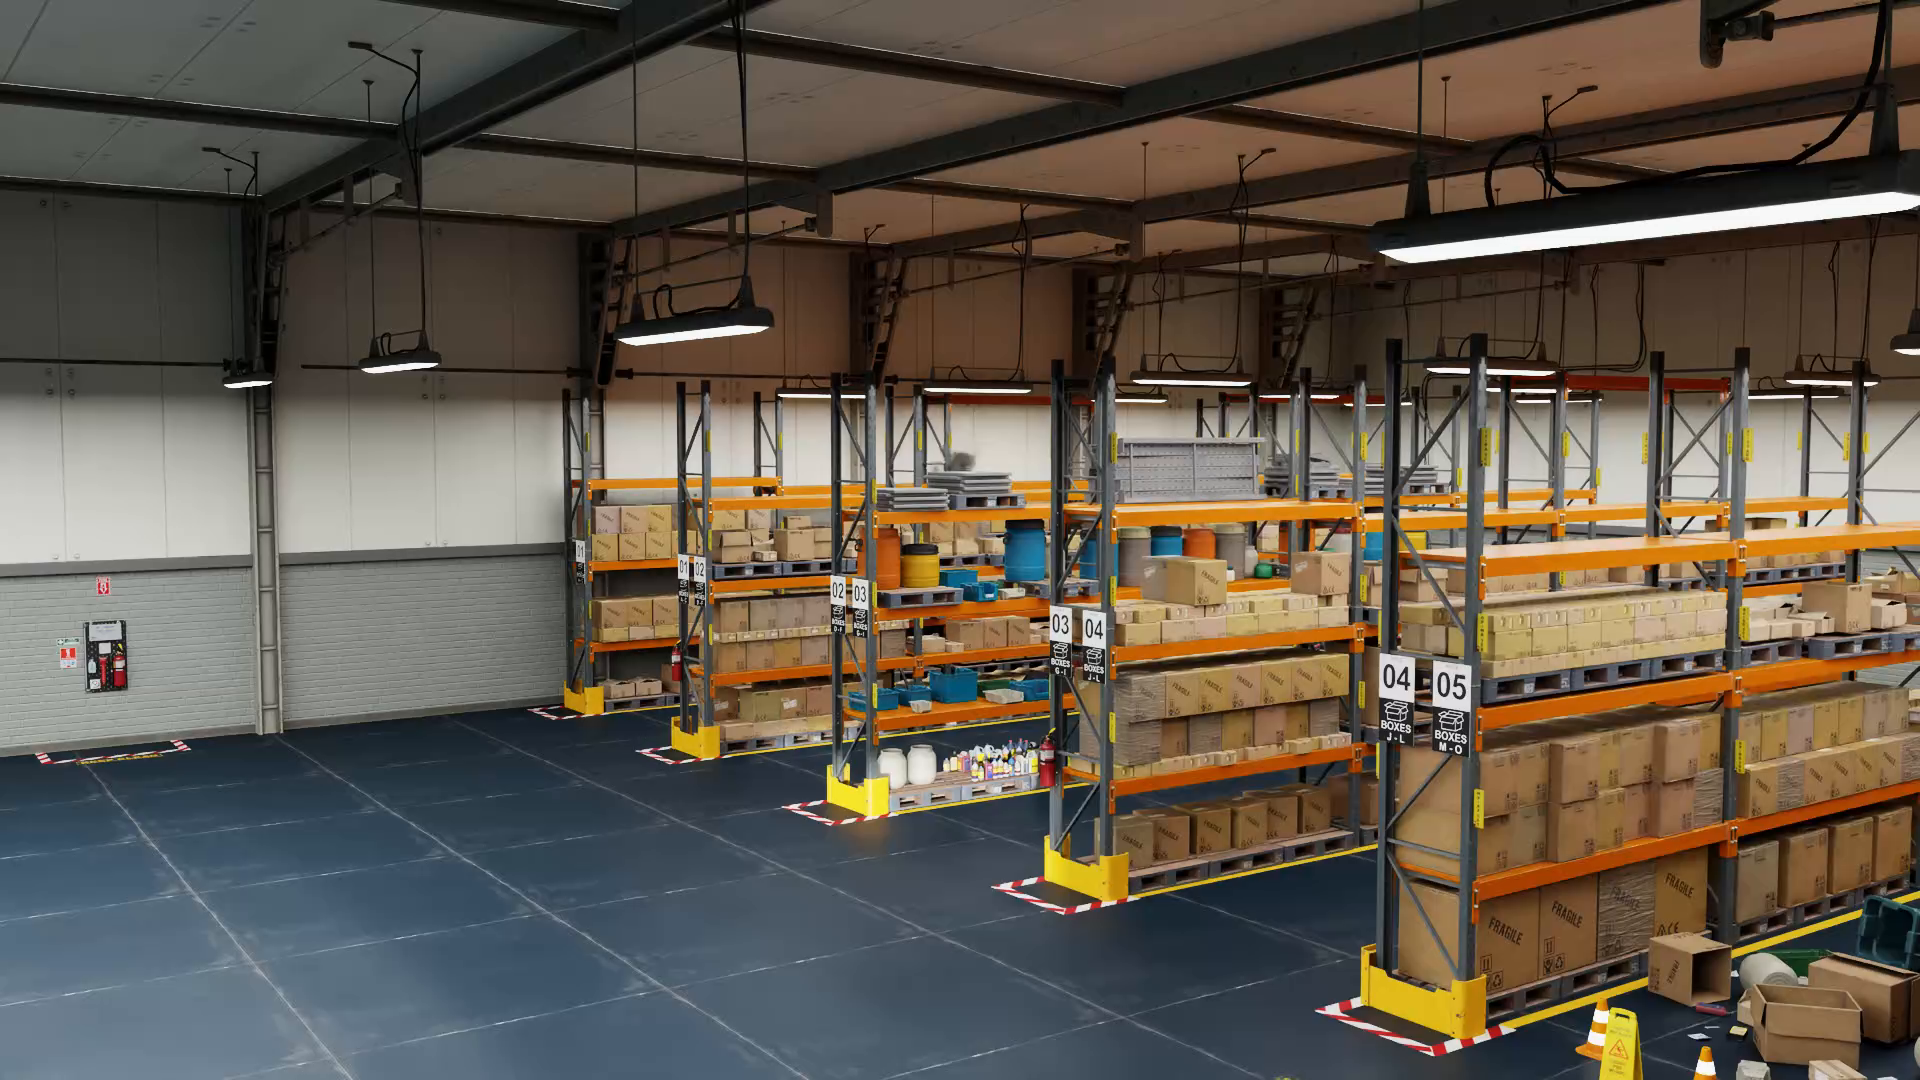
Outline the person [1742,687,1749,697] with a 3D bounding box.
[{"bbox_3d":[10.937,2.791,23.368,0.775,1.741,0.672,-3,5,-37],"label":"person"}]
